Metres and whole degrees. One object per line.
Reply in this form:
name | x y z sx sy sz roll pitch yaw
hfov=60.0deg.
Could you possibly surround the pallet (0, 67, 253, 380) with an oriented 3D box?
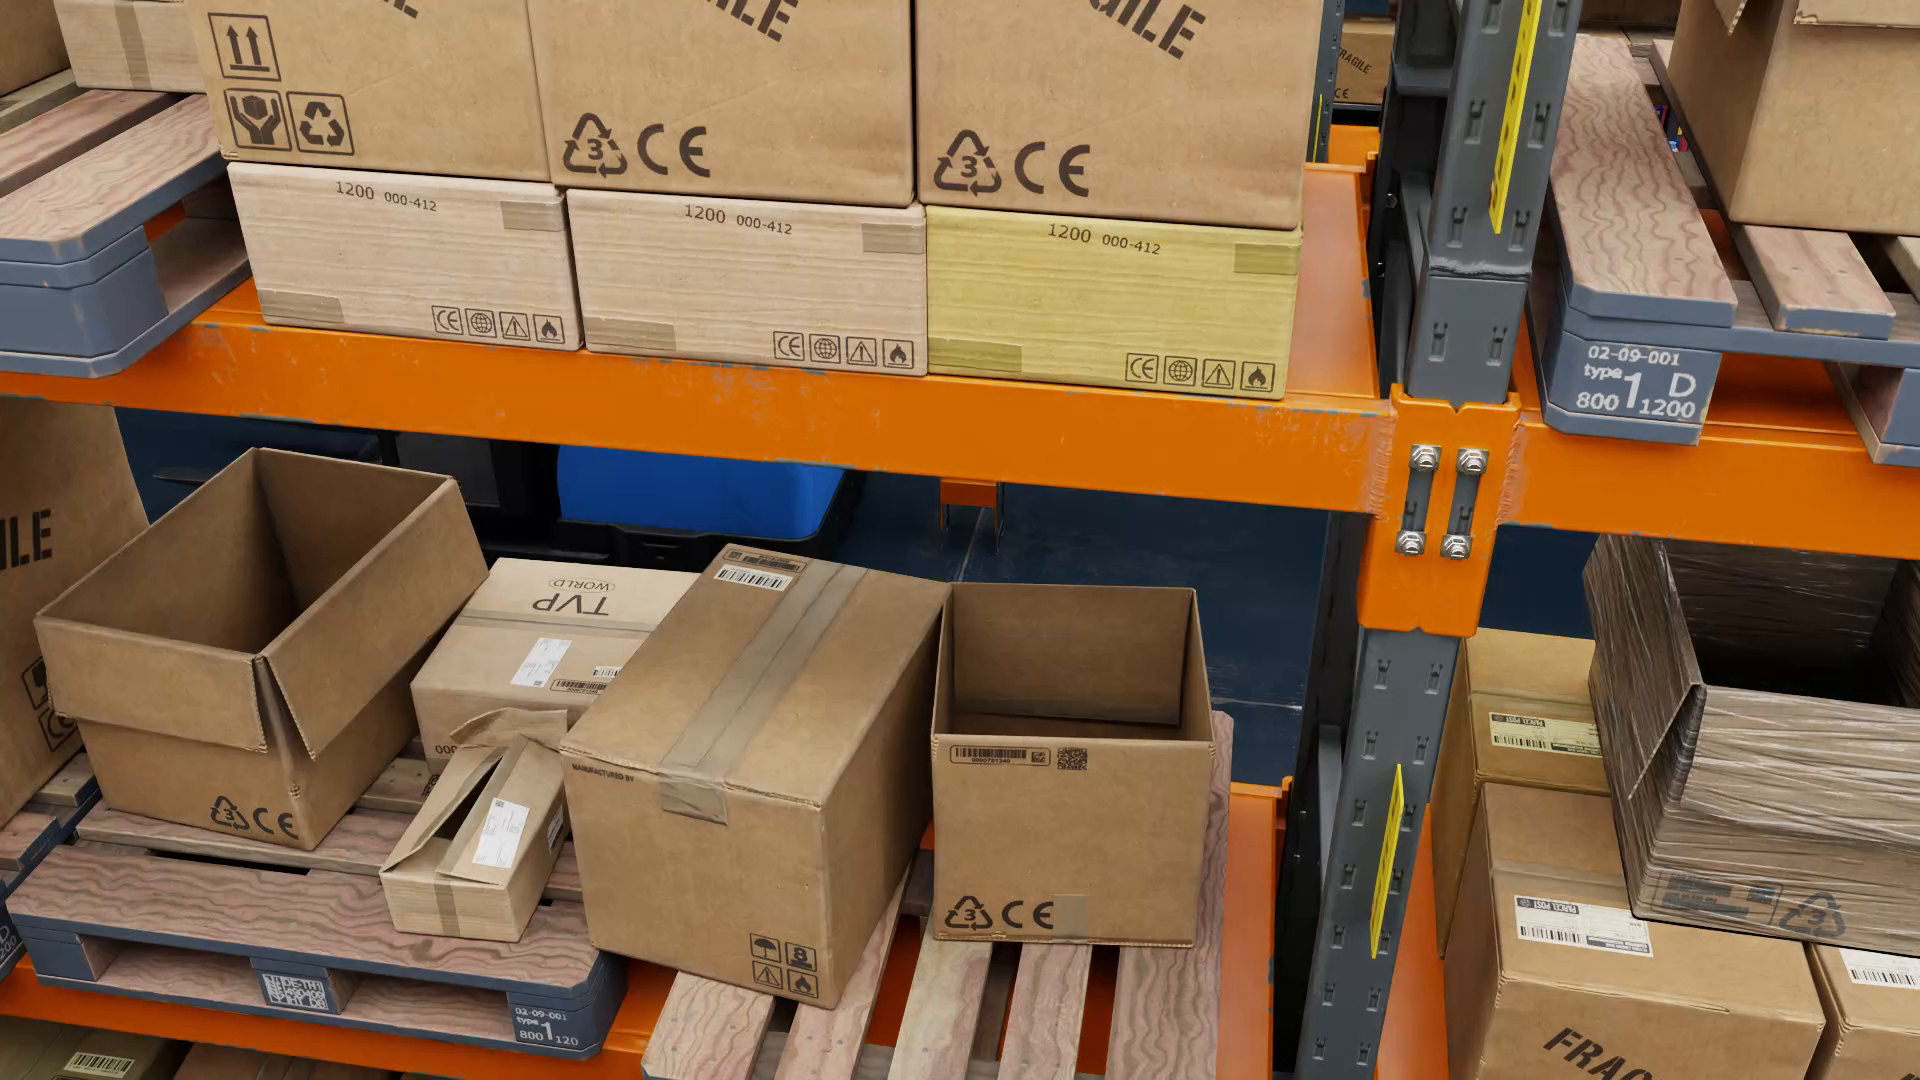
pallet | -1.581 -0.671 2.844 1.003 0.211 1.213 5 32 8

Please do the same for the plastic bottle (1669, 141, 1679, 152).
plastic bottle | 2.974 -1.545 7.012 0.097 0.271 0.097 0 32 0

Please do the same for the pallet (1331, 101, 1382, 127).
pallet | 3.148 -3.236 12.221 1.213 0.211 1.003 5 32 8

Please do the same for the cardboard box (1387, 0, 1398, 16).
cardboard box | 3.380 -3.670 12.228 0.500 0.500 0.500 6 33 10

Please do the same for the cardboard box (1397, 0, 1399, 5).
cardboard box | 3.436 -3.986 12.025 0.500 0.250 0.500 6 33 10

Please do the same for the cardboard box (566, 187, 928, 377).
cardboard box | -0.253 -0.483 2.508 0.500 0.250 0.500 5 32 8

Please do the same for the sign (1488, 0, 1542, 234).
sign | 0.655 -0.531 1.956 0.005 0.325 0.100 5 32 8

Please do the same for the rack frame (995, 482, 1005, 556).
rack frame | 0.173 -0.429 6.946 0.008 1.050 0.200 5 32 8

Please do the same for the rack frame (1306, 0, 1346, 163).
rack frame | 1.582 -1.914 7.481 0.127 3.000 1.000 5 32 8

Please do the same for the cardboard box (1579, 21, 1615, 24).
cardboard box | 4.408 -3.580 12.084 0.500 0.500 0.500 4 32 6

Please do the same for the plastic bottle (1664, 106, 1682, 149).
plastic bottle | 3.329 -1.942 7.572 0.185 0.351 0.144 5 32 8

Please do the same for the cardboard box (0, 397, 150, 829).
cardboard box | -2.435 0.031 3.412 1.000 1.000 1.000 5 32 9

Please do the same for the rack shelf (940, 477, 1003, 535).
rack shelf | 0.053 -0.196 7.117 0.240 0.259 0.215 5 32 8

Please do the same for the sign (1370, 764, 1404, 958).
sign | 0.666 0.504 2.601 0.005 0.325 0.100 5 32 8

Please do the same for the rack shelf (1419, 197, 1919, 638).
rack shelf | 2.720 -0.112 2.452 4.000 0.370 1.077 5 32 8

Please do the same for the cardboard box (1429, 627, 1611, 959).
cardboard box | 1.276 0.549 3.452 0.500 0.500 0.500 6 33 10

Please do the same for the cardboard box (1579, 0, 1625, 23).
cardboard box | 4.445 -3.896 11.882 0.500 0.250 0.500 5 32 7

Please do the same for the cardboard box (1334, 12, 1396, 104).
cardboard box | 2.819 -3.441 11.862 0.500 0.500 0.500 7 33 10

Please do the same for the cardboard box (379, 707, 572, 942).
cardboard box | -0.941 0.548 3.279 0.258 0.266 0.396 4 32 7

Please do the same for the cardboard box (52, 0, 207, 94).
cardboard box | -1.330 -0.916 2.883 0.250 0.166 0.380 4 32 7

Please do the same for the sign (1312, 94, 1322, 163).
sign | 1.496 -1.695 6.977 0.005 0.325 0.100 5 32 8

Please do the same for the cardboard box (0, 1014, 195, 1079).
cardboard box | -2.126 1.311 4.270 0.500 0.500 0.700 5 32 8

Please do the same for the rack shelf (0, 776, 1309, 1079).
rack shelf | -1.223 0.803 3.818 4.000 0.370 1.077 5 32 8

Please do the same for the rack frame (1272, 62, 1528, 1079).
rack frame | 0.748 0.676 3.342 0.127 3.000 1.000 5 32 8

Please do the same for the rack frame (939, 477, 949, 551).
rack frame | -0.068 -0.451 6.981 0.008 1.050 0.200 5 32 8

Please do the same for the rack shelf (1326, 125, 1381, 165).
rack shelf | 3.553 -1.430 7.386 4.000 0.370 1.077 5 32 8

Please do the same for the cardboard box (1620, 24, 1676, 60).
cardboard box | 4.847 -3.262 11.575 0.500 0.500 0.500 6 32 9

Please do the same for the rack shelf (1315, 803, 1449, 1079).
rack shelf | 2.720 1.160 3.248 4.000 0.370 1.077 5 32 8

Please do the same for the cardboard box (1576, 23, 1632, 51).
cardboard box | 4.345 -3.306 11.646 0.500 0.500 0.500 4 32 7

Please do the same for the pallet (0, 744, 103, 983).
pallet | -2.466 0.545 3.733 1.213 0.211 1.003 5 32 8

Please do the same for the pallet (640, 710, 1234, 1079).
pallet | 0.028 0.750 3.406 1.003 0.211 1.213 5 32 8

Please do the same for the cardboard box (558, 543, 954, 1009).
cardboard box | -0.358 0.431 3.244 0.500 0.500 0.700 10 33 15

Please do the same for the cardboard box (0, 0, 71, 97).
cardboard box | -1.819 -0.996 2.694 0.637 0.503 0.797 6 33 10

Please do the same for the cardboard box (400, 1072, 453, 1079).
cardboard box | -1.025 1.410 4.111 0.500 0.500 0.700 8 33 12

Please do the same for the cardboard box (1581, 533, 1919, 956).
cardboard box | 1.466 0.283 2.932 0.637 0.503 0.797 6 33 10

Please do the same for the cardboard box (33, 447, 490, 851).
cardboard box | -1.470 0.204 3.604 0.637 0.503 0.797 8 33 13

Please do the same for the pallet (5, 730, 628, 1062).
pallet | -1.210 0.602 3.641 1.213 0.211 1.003 5 32 8

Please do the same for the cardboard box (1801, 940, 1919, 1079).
cardboard box | 1.690 0.865 2.947 0.500 0.500 0.500 4 32 7

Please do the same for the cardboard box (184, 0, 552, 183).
cardboard box | -0.757 -0.853 2.394 0.500 0.500 0.500 6 32 9

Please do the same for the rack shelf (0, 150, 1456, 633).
rack shelf | -1.223 -0.469 3.022 4.000 0.370 1.077 5 32 8

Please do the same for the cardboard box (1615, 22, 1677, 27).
cardboard box | 4.907 -3.535 12.012 0.500 0.500 0.500 6 32 9

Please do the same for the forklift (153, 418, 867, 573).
forklift | -1.988 -1.374 6.682 3.031 2.935 1.130 5 32 8

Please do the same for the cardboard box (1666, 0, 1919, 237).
cardboard box | 1.362 -0.800 2.381 0.637 0.503 0.797 7 33 11

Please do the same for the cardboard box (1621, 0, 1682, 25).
cardboard box | 4.940 -3.852 11.811 0.500 0.250 0.500 5 32 8

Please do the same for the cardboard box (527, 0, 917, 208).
cardboard box | -0.271 -0.801 2.310 0.500 0.500 0.500 5 32 8

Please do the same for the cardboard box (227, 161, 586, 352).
cardboard box | -0.748 -0.529 2.582 0.500 0.250 0.500 6 33 10

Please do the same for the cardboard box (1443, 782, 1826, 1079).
cardboard box | 1.182 0.820 3.019 0.500 0.500 0.500 6 33 10

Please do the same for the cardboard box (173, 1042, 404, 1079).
cardboard box | -1.575 1.361 4.190 0.500 0.500 0.700 3 32 4

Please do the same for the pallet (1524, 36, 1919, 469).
pallet | 1.392 -0.485 2.549 1.003 0.211 1.213 7 33 10

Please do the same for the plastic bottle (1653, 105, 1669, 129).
plastic bottle | 3.179 -1.949 7.647 0.133 0.283 0.061 5 32 8

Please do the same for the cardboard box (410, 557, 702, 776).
cardboard box | -0.865 0.292 3.702 0.500 0.250 0.500 4 32 7

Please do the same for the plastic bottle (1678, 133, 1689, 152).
plastic bottle | 3.337 -1.858 7.501 0.133 0.283 0.061 5 32 8

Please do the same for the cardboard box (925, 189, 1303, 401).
cardboard box | 0.238 -0.446 2.449 0.500 0.250 0.500 5 32 8

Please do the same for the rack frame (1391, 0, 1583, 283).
rack frame | 0.748 -1.866 1.750 0.127 3.000 1.000 5 32 8

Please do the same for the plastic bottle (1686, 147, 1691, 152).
plastic bottle | 3.085 -1.530 6.977 0.133 0.283 0.061 5 32 8

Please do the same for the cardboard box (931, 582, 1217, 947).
cardboard box | 0.209 0.429 3.248 0.500 0.500 0.500 1 32 2

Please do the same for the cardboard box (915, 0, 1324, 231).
cardboard box | 0.236 -0.761 2.246 0.500 0.500 0.500 6 33 9

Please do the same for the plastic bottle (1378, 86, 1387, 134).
plastic bottle | 2.052 -2.052 7.810 0.133 0.283 0.061 5 32 8

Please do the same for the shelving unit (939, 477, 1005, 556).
shelving unit | 0.053 -0.440 6.964 0.252 1.050 0.215 5 32 8
